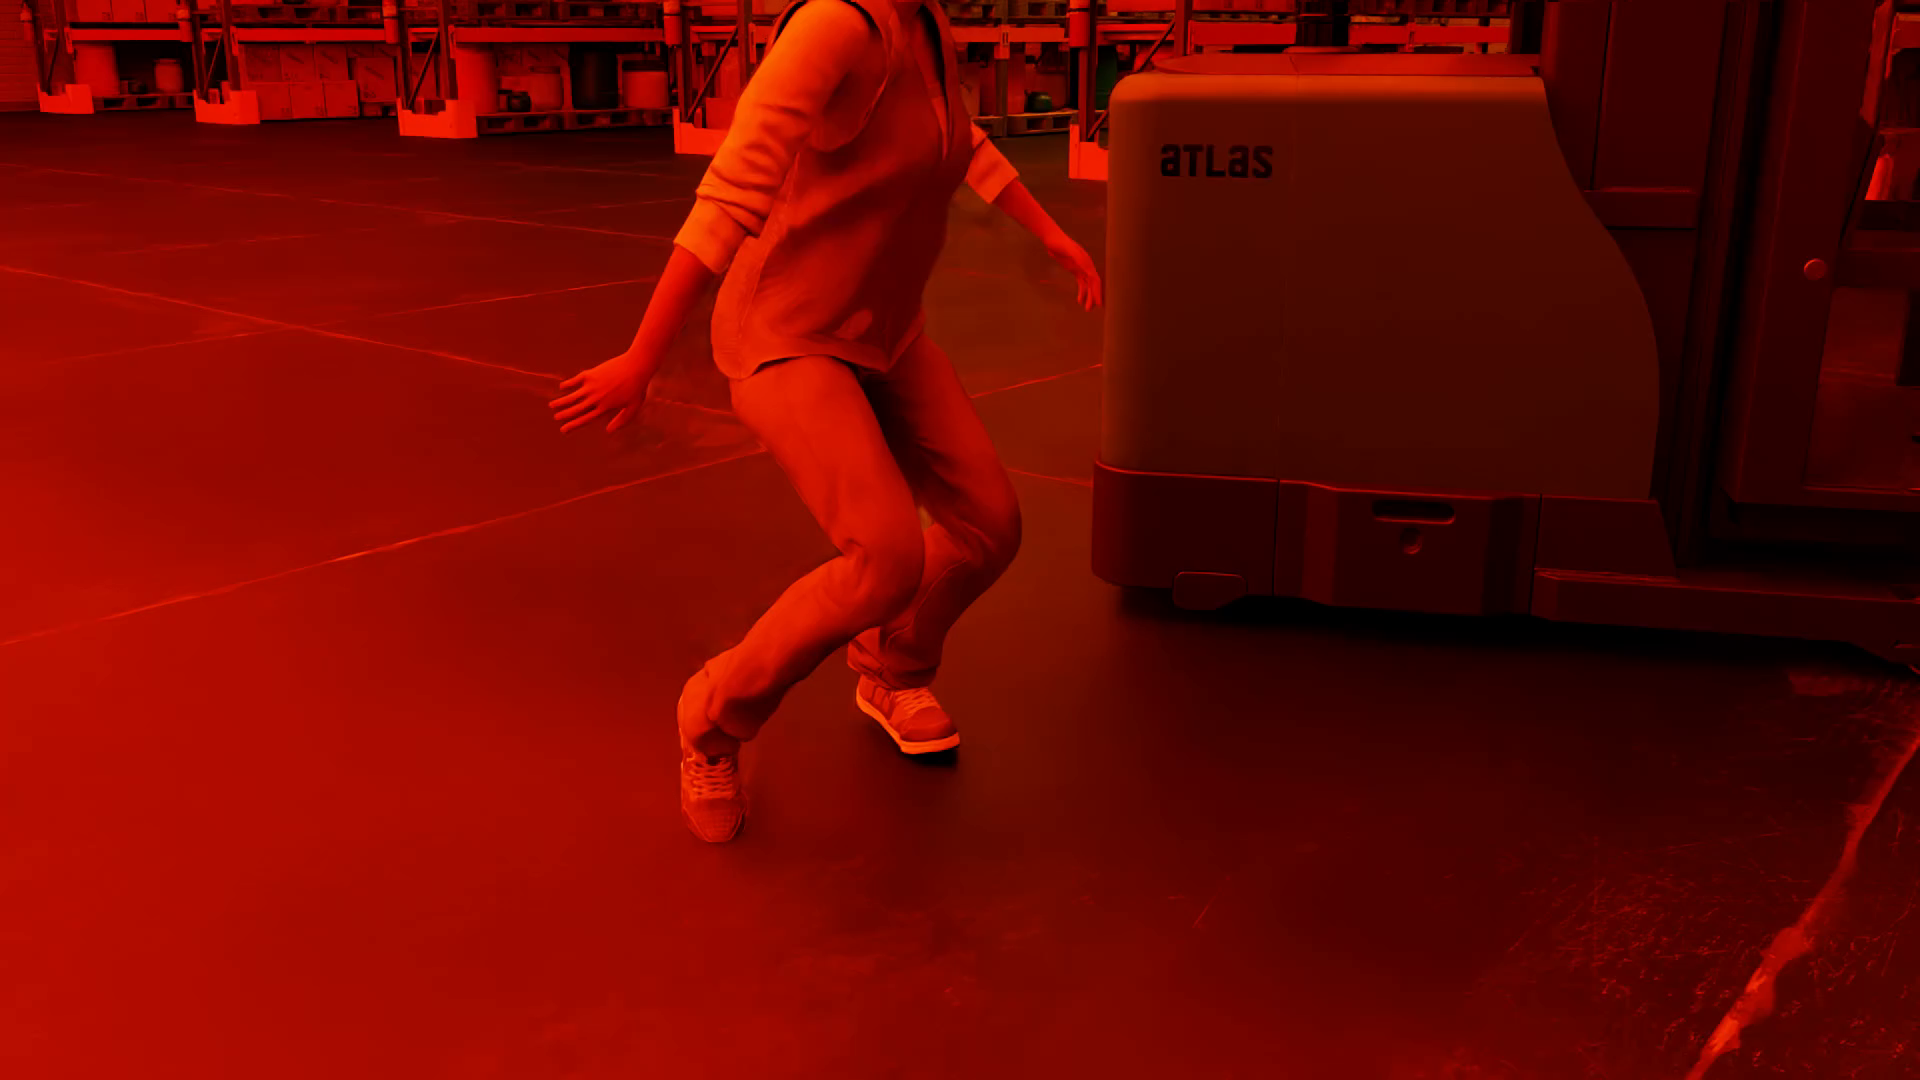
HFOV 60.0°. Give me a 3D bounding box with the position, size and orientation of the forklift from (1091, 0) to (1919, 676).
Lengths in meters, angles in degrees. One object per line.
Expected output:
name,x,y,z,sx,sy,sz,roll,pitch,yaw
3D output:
forklift,1.848,-1.294,3.160,3.031,2.935,1.130,4,17,12

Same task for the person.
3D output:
person,-0.171,-0.256,2.403,0.459,1.463,0.851,10,19,29
